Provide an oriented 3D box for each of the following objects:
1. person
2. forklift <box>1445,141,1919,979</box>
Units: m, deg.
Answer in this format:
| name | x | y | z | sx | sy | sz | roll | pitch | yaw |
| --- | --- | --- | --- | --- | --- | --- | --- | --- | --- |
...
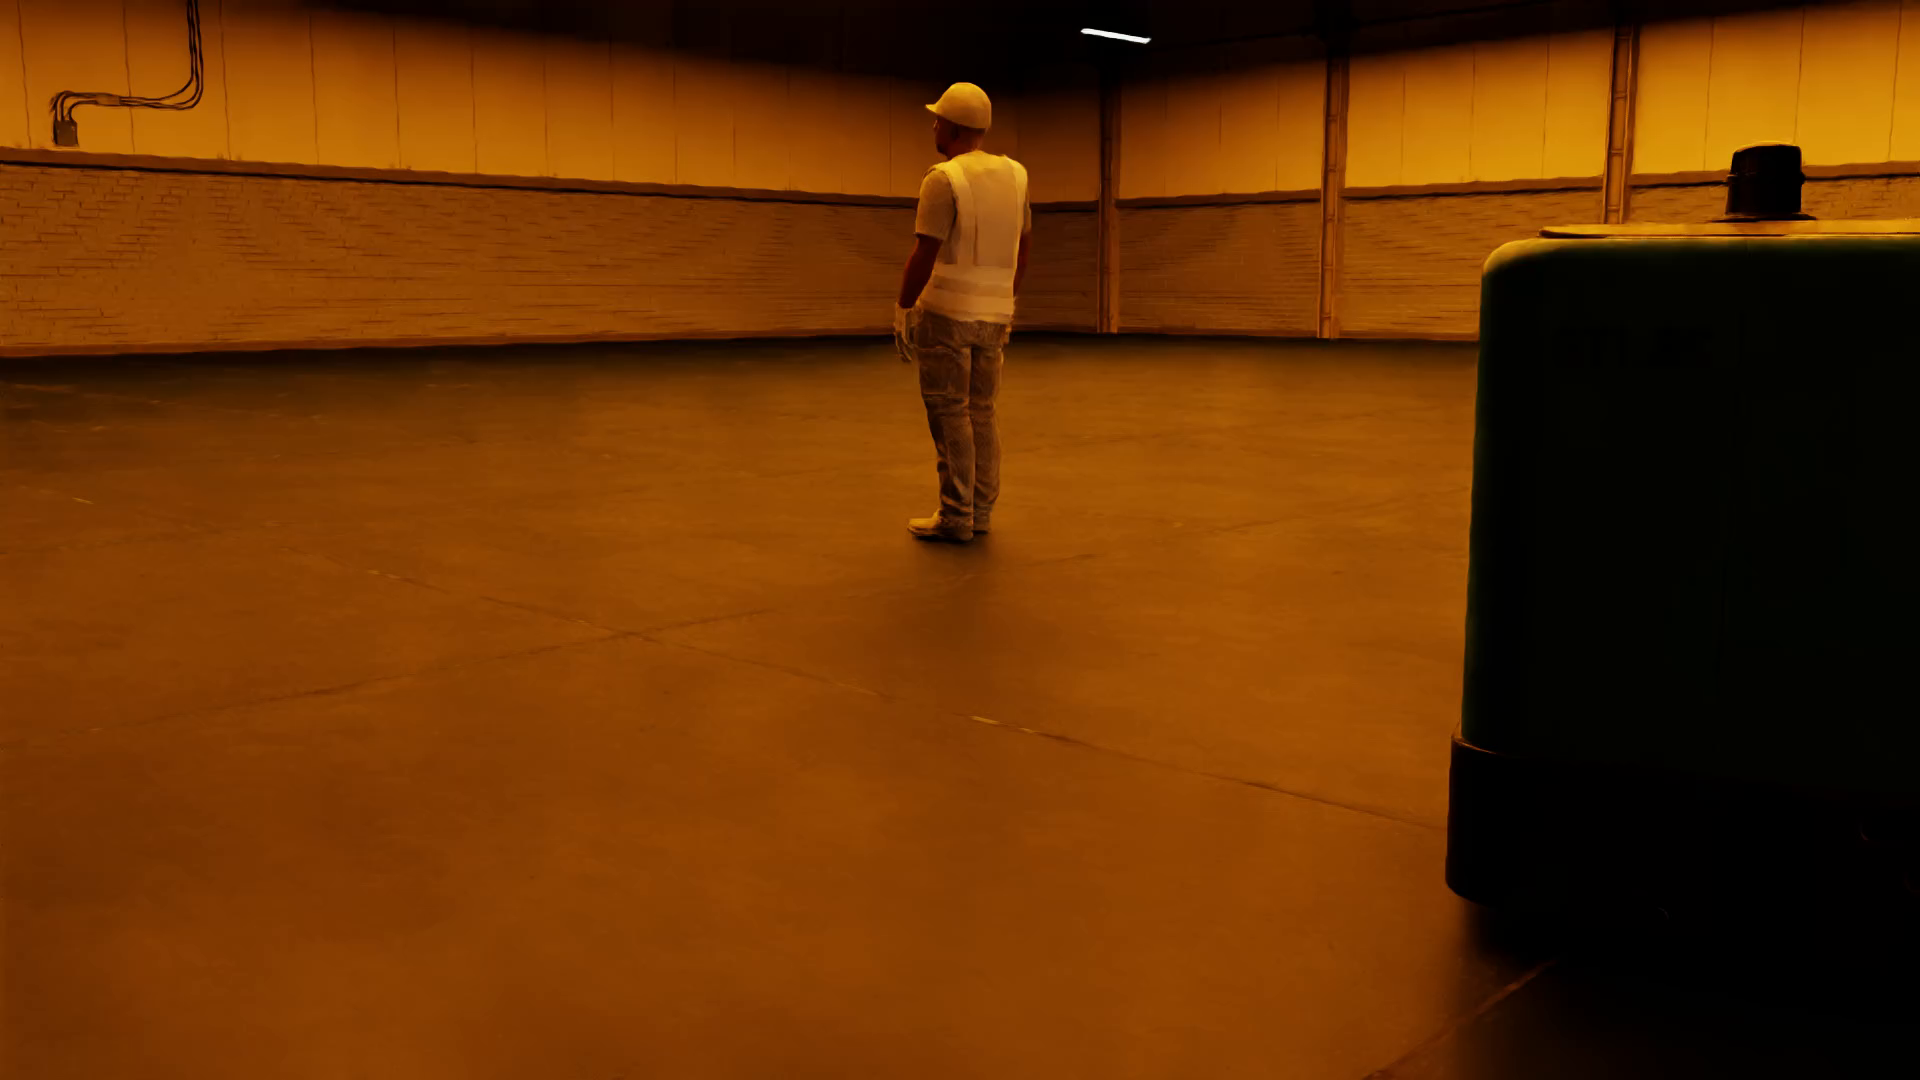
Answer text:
| name | x | y | z | sx | sy | sz | roll | pitch | yaw |
| --- | --- | --- | --- | --- | --- | --- | --- | --- | --- |
| person | -0.046 | -0.897 | 6.639 | 0.576 | 1.782 | 0.655 | 8 | 12 | 43 |
| forklift | 2.329 | -0.804 | 2.213 | 3.031 | 2.935 | 1.130 | 4 | 9 | 24 |
